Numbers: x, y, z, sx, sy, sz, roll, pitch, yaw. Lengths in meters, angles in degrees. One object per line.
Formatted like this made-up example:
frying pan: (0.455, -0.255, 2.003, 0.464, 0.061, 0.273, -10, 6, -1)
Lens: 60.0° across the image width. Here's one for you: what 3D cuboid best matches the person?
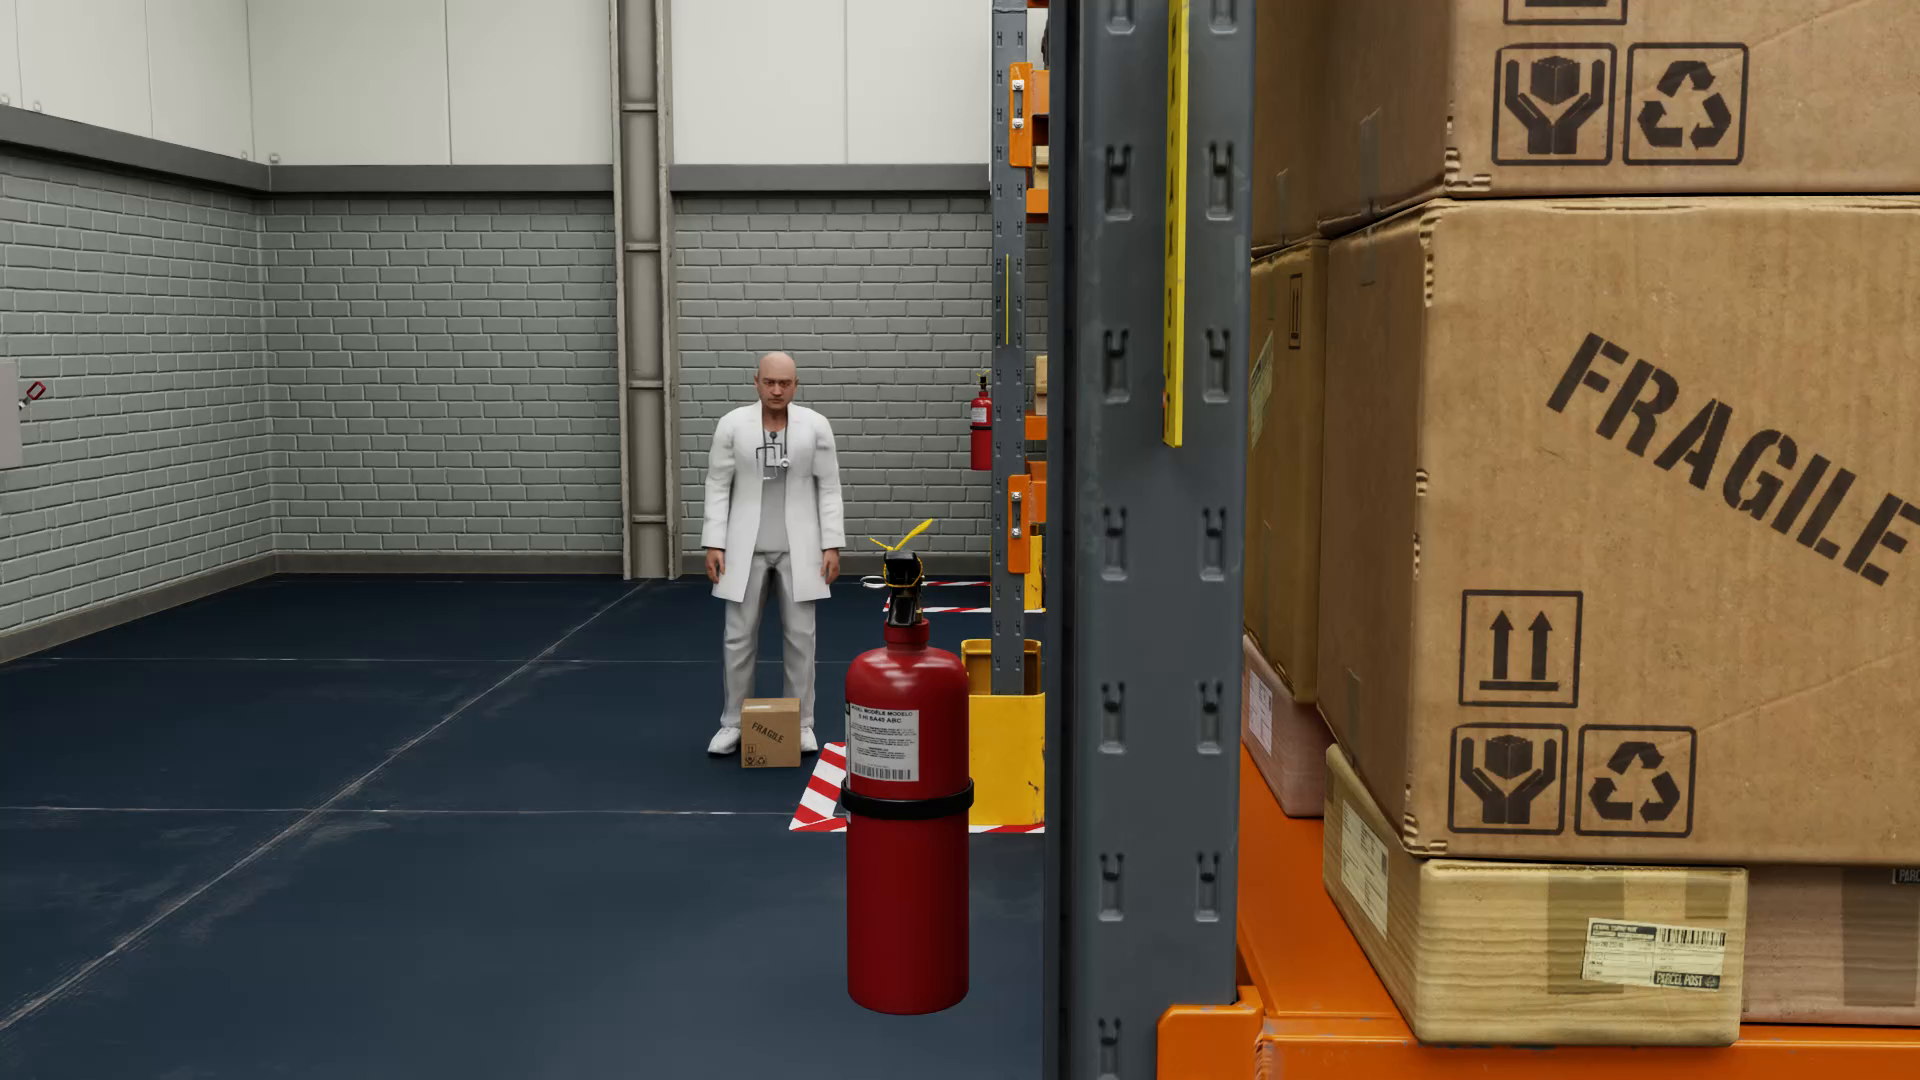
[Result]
person: (-0.830, 0.053, 7.406, 0.644, 1.772, 0.429, -1, 7, -5)
